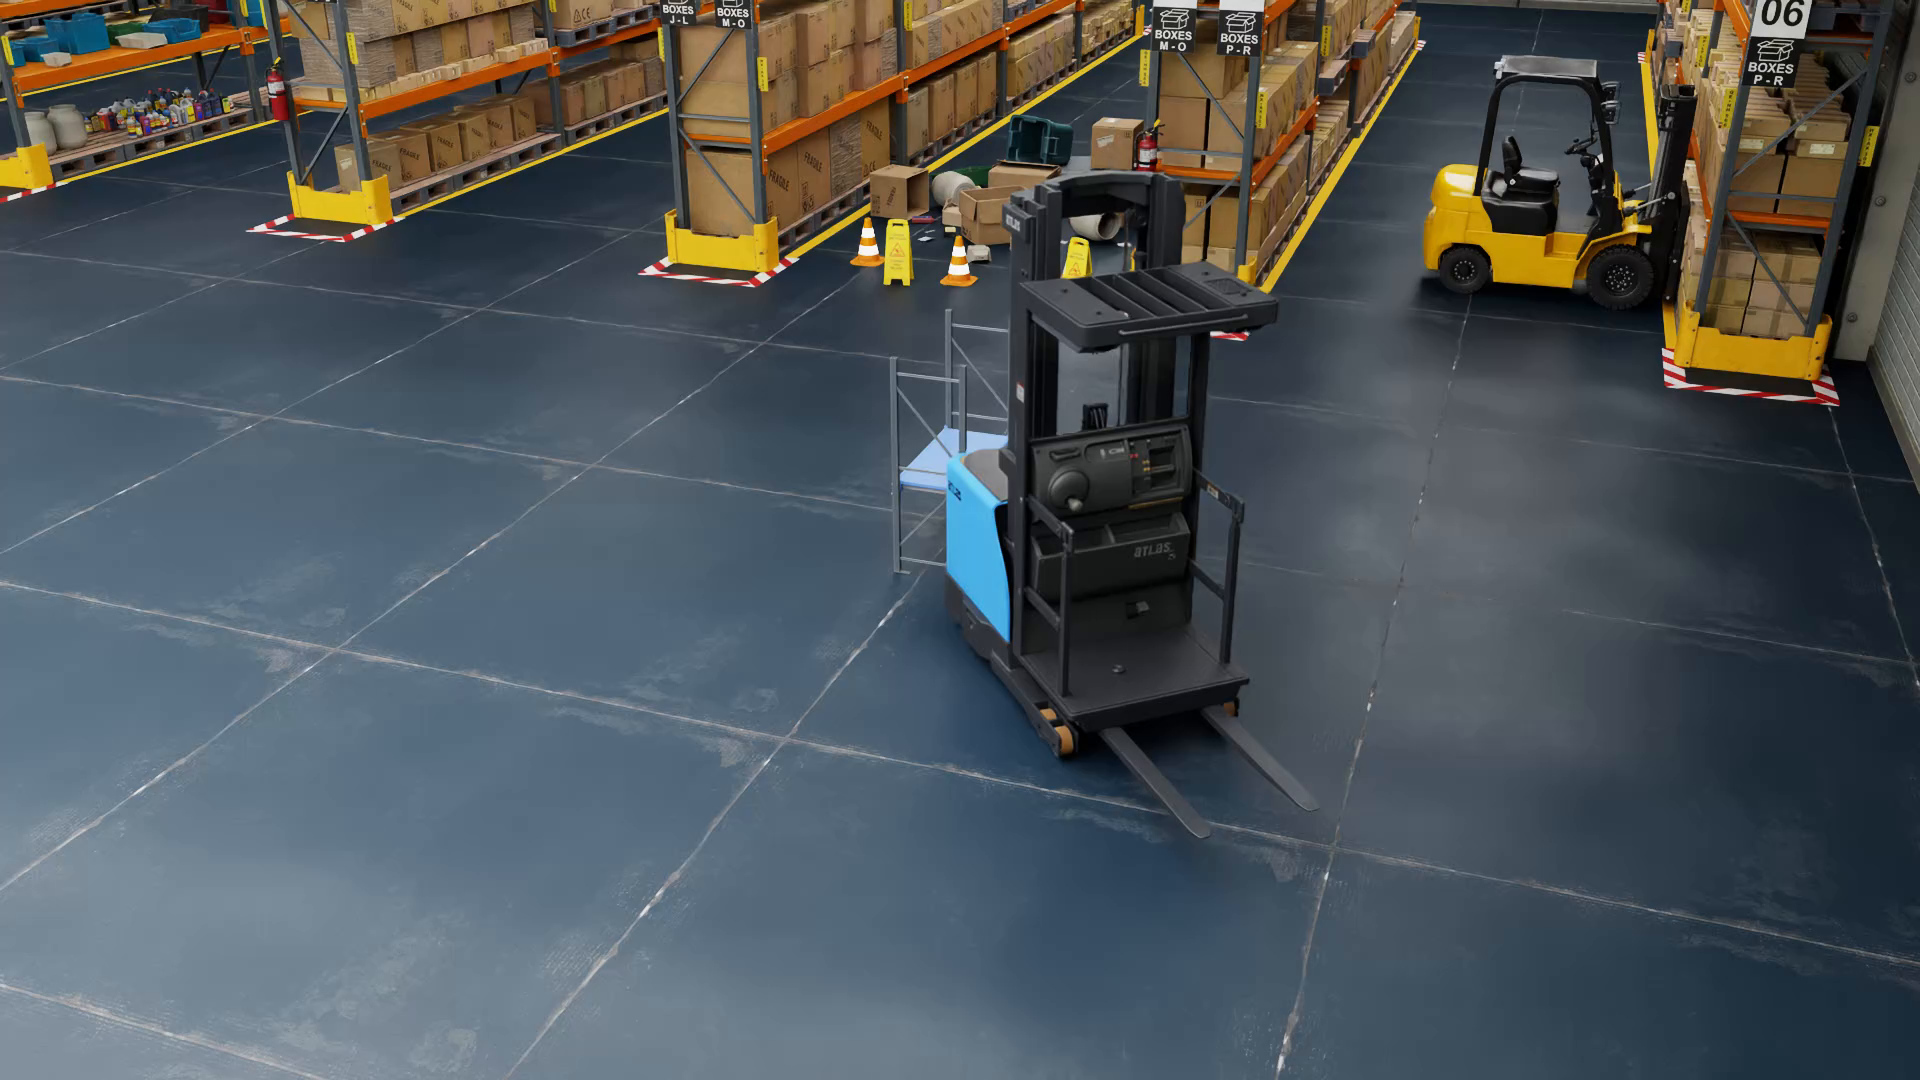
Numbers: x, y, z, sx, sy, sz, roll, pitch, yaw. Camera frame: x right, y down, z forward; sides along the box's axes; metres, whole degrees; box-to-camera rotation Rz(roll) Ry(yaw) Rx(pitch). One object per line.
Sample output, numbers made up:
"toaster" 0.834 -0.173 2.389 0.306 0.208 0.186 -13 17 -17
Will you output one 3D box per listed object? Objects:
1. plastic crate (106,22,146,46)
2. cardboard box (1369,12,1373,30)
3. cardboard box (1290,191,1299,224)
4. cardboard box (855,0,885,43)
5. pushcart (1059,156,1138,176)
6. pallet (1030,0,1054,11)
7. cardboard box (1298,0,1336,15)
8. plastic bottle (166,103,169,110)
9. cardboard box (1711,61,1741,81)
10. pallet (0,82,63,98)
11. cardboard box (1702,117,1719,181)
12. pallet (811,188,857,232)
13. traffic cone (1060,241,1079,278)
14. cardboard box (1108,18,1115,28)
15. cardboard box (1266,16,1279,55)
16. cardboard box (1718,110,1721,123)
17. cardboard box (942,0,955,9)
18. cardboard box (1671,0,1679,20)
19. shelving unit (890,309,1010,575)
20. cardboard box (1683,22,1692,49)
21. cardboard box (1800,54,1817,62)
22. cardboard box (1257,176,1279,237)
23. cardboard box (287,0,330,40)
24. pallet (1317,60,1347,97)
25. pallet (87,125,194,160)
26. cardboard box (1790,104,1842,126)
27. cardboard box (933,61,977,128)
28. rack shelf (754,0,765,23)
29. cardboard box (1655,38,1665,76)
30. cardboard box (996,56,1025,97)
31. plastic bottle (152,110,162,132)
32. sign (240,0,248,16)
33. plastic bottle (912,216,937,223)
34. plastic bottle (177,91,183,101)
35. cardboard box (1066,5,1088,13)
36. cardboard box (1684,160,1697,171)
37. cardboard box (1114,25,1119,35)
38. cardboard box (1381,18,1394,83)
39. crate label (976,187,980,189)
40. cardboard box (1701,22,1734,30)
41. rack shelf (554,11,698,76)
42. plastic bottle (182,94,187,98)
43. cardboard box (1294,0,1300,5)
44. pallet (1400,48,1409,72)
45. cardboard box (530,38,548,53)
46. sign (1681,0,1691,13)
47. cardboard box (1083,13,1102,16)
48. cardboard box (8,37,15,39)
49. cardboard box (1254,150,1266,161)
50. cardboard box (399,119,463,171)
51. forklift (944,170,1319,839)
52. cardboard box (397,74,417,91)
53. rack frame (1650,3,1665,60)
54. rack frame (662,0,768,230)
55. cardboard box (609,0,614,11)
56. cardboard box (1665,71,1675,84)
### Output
"plastic crate" -11.178 -6.784 22.286 0.450 0.188 0.662 9 27 17
"cardboard box" 5.441 -7.195 23.065 0.500 0.250 0.500 8 27 16
"cardboard box" 3.444 -3.690 18.326 0.500 0.250 0.500 8 27 16
"cardboard box" -1.375 -6.081 19.180 0.875 0.550 0.550 9 27 17
"pushcart" 1.389 -4.371 20.068 1.648 0.377 0.936 0 26 -1
"pallet" 0.805 -8.294 25.382 1.003 0.211 1.213 9 27 17
"cardboard box" 4.045 -6.043 18.830 0.380 0.149 0.250 9 27 17
"plastic bottle" -10.733 -5.803 22.628 0.061 0.283 0.133 9 27 17
"cardboard box" 7.591 -4.588 16.307 0.380 0.149 0.250 9 27 19
"pallet" -14.922 -7.170 26.039 1.003 0.211 1.213 9 27 17
"cardboard box" 7.174 -3.587 15.325 0.500 0.500 0.500 8 27 16
"pallet" -1.877 -3.858 19.200 1.003 0.211 1.213 9 27 17
"traffic cone" 1.151 -2.819 16.765 0.336 0.463 0.334 9 27 17
"cardboard box" 2.506 -9.099 29.272 0.380 0.149 0.250 10 28 20
"cardboard box" 3.014 -5.514 17.816 0.700 0.500 0.500 9 27 18
"cardboard box" 7.096 -3.823 15.068 0.380 0.149 0.250 8 27 16
"cardboard box" -0.479 -7.244 21.730 0.700 0.500 0.500 8 27 17
"cardboard box" 10.094 -7.343 22.600 0.700 0.500 0.500 9 27 17
"shelving unit" -0.028 -0.640 11.074 0.538 1.500 1.048 9 27 17
"cardboard box" 9.167 -6.181 20.395 0.500 0.250 0.500 9 27 17
"cardboard box" 8.416 -4.818 16.783 0.380 0.149 0.250 9 27 18
"cardboard box" 2.931 -3.403 16.872 0.500 0.500 0.500 8 27 16
"cardboard box" -7.171 -5.925 18.665 0.500 0.500 0.500 9 27 17
"pallet" 3.947 -5.448 19.503 1.003 0.211 1.213 9 27 17
"pallet" -11.128 -5.368 22.319 1.003 0.211 1.213 9 27 17
"cardboard box" 7.413 -3.670 14.411 0.380 0.149 0.250 9 27 18
"cardboard box" -0.390 -6.141 22.814 1.050 0.750 0.750 9 27 18
"rack shelf" -1.812 -6.122 18.058 1.077 0.370 4.000 9 27 17
"cardboard box" 11.271 -7.508 25.925 0.700 0.500 0.500 8 27 15
"cardboard box" 0.661 -6.879 24.625 0.500 0.500 0.500 8 27 15
"plastic bottle" -10.747 -5.604 22.233 0.097 0.271 0.097 0 26 0
"sign" -9.945 -7.437 23.073 0.100 0.325 0.005 9 27 17
"plastic bottle" -0.403 -3.648 18.939 0.283 0.061 0.133 0 26 -1
"plastic bottle" -10.961 -6.152 23.350 0.061 0.283 0.133 9 27 17
"cardboard box" 2.064 -9.414 29.582 0.380 0.149 0.250 10 28 19
"cardboard box" 7.780 -3.771 17.346 0.500 0.250 0.500 8 27 17
"cardboard box" 2.614 -9.074 29.563 0.380 0.149 0.250 8 27 15
"cardboard box" 6.087 -7.495 25.467 0.875 0.875 0.875 10 27 19
"crate label" 0.142 -4.122 19.829 0.298 0.136 0.250 -9 27 -18
"cardboard box" 8.905 -5.979 19.521 0.380 0.149 0.250 9 27 18
"rack shelf" -5.124 -7.176 23.678 1.077 0.370 4.000 9 27 17
"plastic bottle" -11.014 -6.226 23.596 0.097 0.201 0.097 0 26 0
"cardboard box" 3.834 -6.247 19.996 0.500 0.500 0.500 10 27 19
"pallet" 6.949 -8.078 27.915 1.003 0.211 1.213 9 27 17
"cardboard box" -5.584 -6.434 21.608 0.380 0.149 0.250 9 27 17
"sign" 9.054 -6.727 20.687 0.100 0.325 0.005 9 27 17
"cardboard box" 2.251 -9.033 28.794 0.380 0.149 0.250 8 27 15
"cardboard box" -15.099 -7.743 26.053 0.500 0.311 0.500 10 27 19
"cardboard box" 2.768 -3.797 16.161 0.380 0.149 0.250 8 27 16
"cardboard box" -6.505 -4.858 20.451 0.500 0.500 0.500 11 28 22
"forklift" 0.914 -0.349 8.832 1.130 2.935 3.031 -10 27 -19
"cardboard box" -6.539 -5.310 19.287 0.380 0.149 0.250 9 27 17
"rack frame" 12.231 -9.454 27.558 1.000 3.000 0.127 9 27 17
"rack frame" -2.477 -4.273 16.858 1.000 3.000 0.127 9 27 17
"cardboard box" -5.300 -7.639 23.209 0.797 0.503 0.637 12 28 23
"cardboard box" 10.188 -6.283 23.395 0.500 0.500 0.500 8 27 16
